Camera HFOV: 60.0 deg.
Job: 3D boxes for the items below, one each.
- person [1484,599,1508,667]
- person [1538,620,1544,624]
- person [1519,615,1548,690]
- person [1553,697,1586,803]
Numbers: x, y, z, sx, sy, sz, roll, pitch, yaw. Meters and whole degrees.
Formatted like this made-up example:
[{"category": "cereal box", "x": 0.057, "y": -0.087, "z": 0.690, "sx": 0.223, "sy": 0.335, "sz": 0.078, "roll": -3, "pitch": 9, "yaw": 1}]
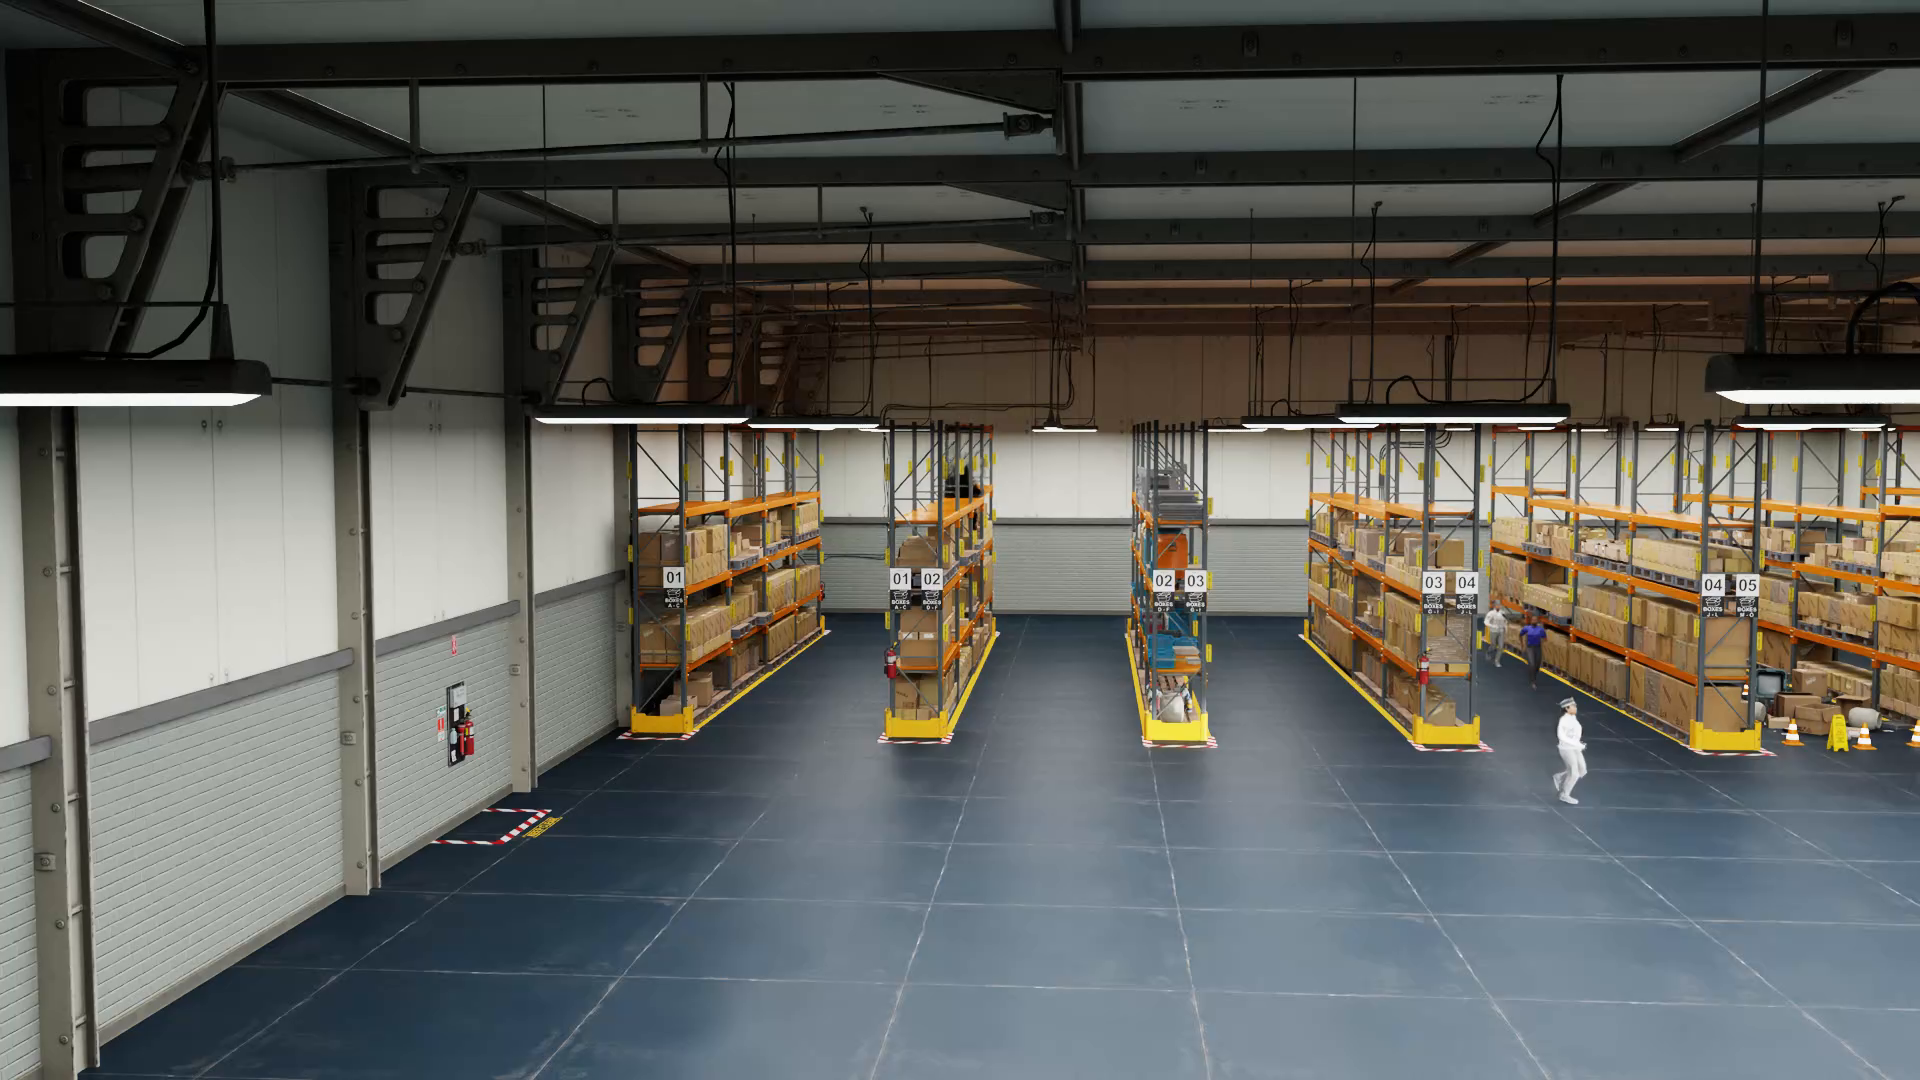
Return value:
[{"category": "person", "x": 13.275, "y": 2.285, "z": 41.166, "sx": 0.622, "sy": 1.662, "sz": 0.689, "roll": 0, "pitch": 4, "yaw": -6}, {"category": "person", "x": 16.788, "y": 1.913, "z": 47.523, "sx": 0.810, "sy": 1.633, "sz": 0.592, "roll": 0, "pitch": 4, "yaw": 7}, {"category": "person", "x": 12.919, "y": 2.505, "z": 37.452, "sx": 0.576, "sy": 1.646, "sz": 0.939, "roll": 0, "pitch": 4, "yaw": 5}, {"category": "person", "x": 9.514, "y": 3.266, "z": 25.884, "sx": 0.500, "sy": 1.658, "sz": 0.614, "roll": 3, "pitch": 5, "yaw": 38}]
